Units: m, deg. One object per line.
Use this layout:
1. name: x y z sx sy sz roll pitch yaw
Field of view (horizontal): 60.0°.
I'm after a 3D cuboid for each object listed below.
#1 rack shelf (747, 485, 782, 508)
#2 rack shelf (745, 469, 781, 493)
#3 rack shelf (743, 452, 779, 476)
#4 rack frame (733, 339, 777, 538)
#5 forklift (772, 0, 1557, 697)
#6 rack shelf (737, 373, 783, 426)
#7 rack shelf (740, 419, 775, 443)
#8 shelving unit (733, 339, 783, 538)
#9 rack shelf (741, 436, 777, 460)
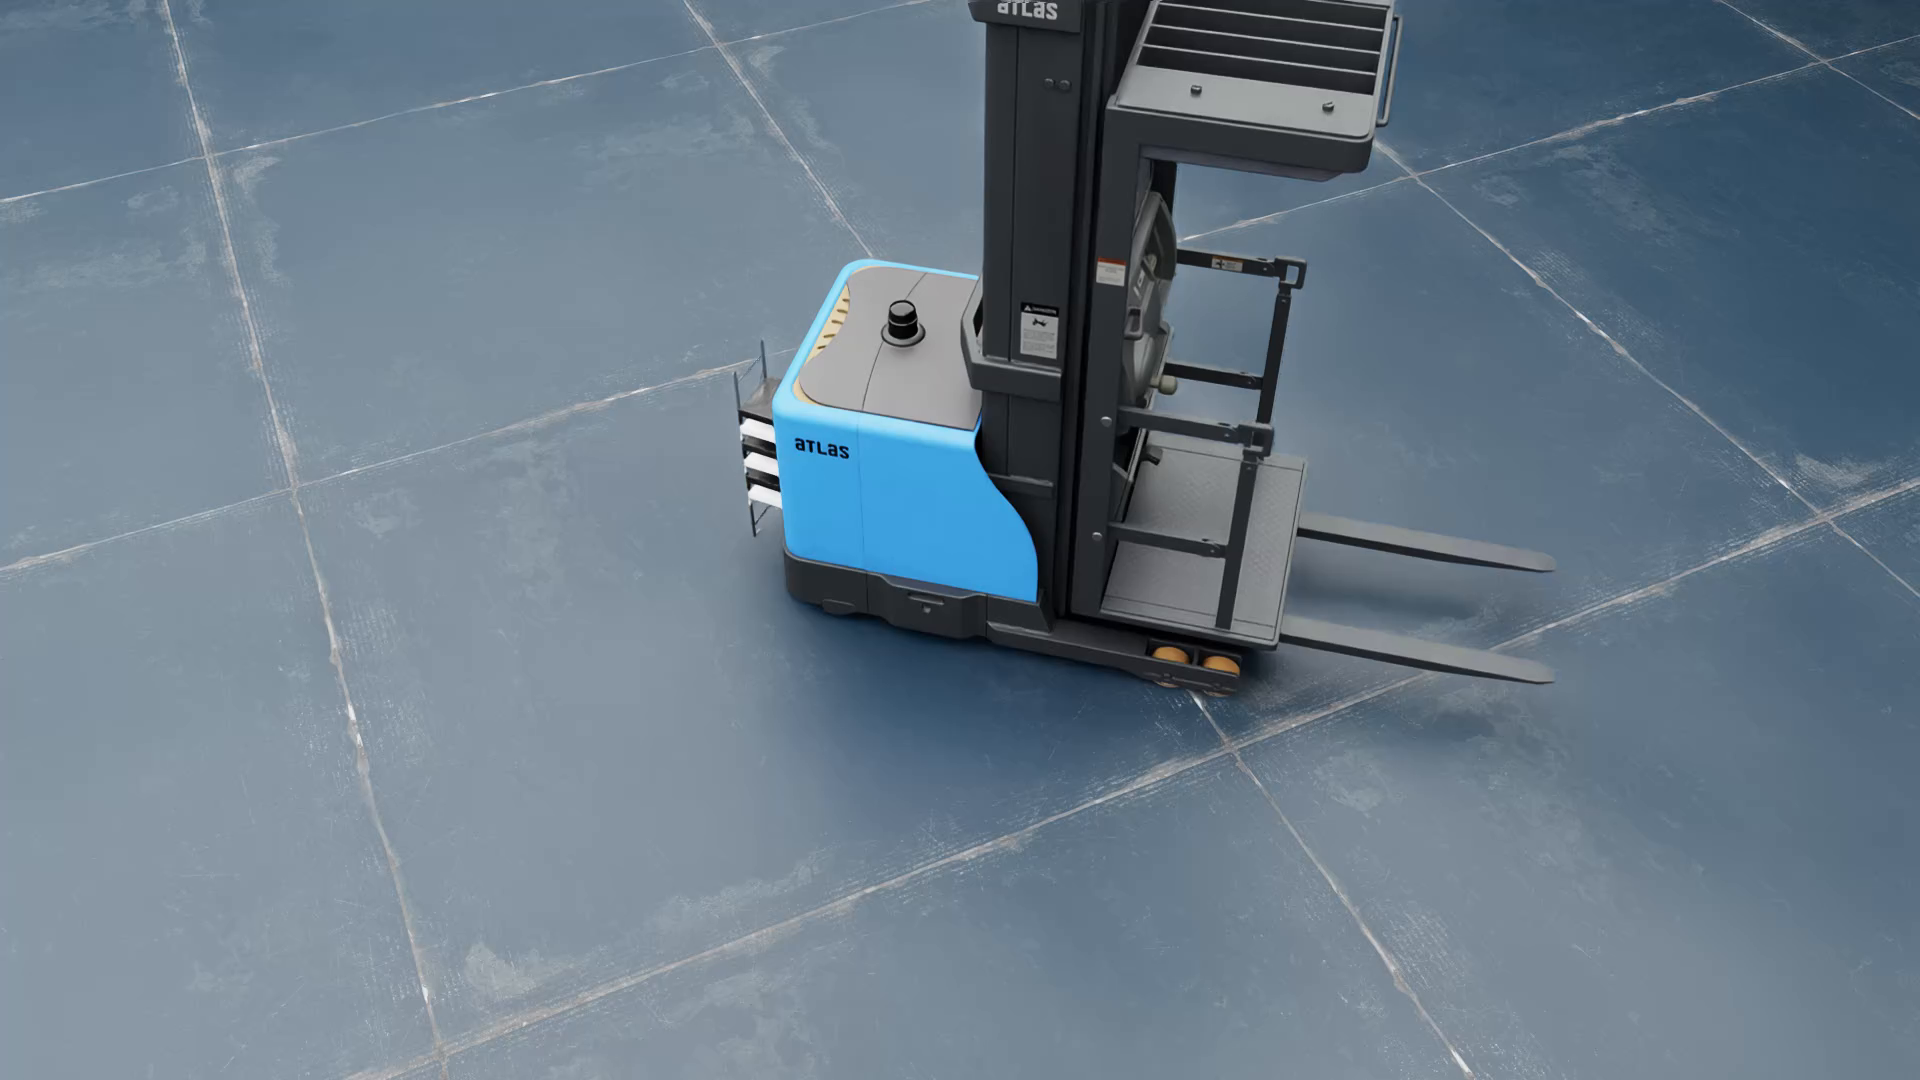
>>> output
1. rack shelf: -0.744 -0.225 7.010 0.200 0.077 0.258 17 47 17
2. rack shelf: -0.744 -0.289 6.947 0.200 0.077 0.258 17 47 17
3. rack shelf: -0.744 -0.353 6.884 0.200 0.077 0.258 17 47 17
4. rack frame: -0.837 -0.406 6.889 0.006 0.900 0.240 17 47 17
5. forklift: 0.862 -0.846 5.890 3.031 2.935 1.130 10 46 10
6. rack shelf: -0.744 -0.545 6.694 0.200 0.077 0.258 17 47 17
7. rack shelf: -0.744 -0.481 6.757 0.200 0.077 0.258 17 47 17
8. shelving unit: -0.744 -0.377 6.860 0.210 0.900 0.258 17 47 17
9. rack shelf: -0.744 -0.417 6.820 0.200 0.077 0.258 17 47 17
